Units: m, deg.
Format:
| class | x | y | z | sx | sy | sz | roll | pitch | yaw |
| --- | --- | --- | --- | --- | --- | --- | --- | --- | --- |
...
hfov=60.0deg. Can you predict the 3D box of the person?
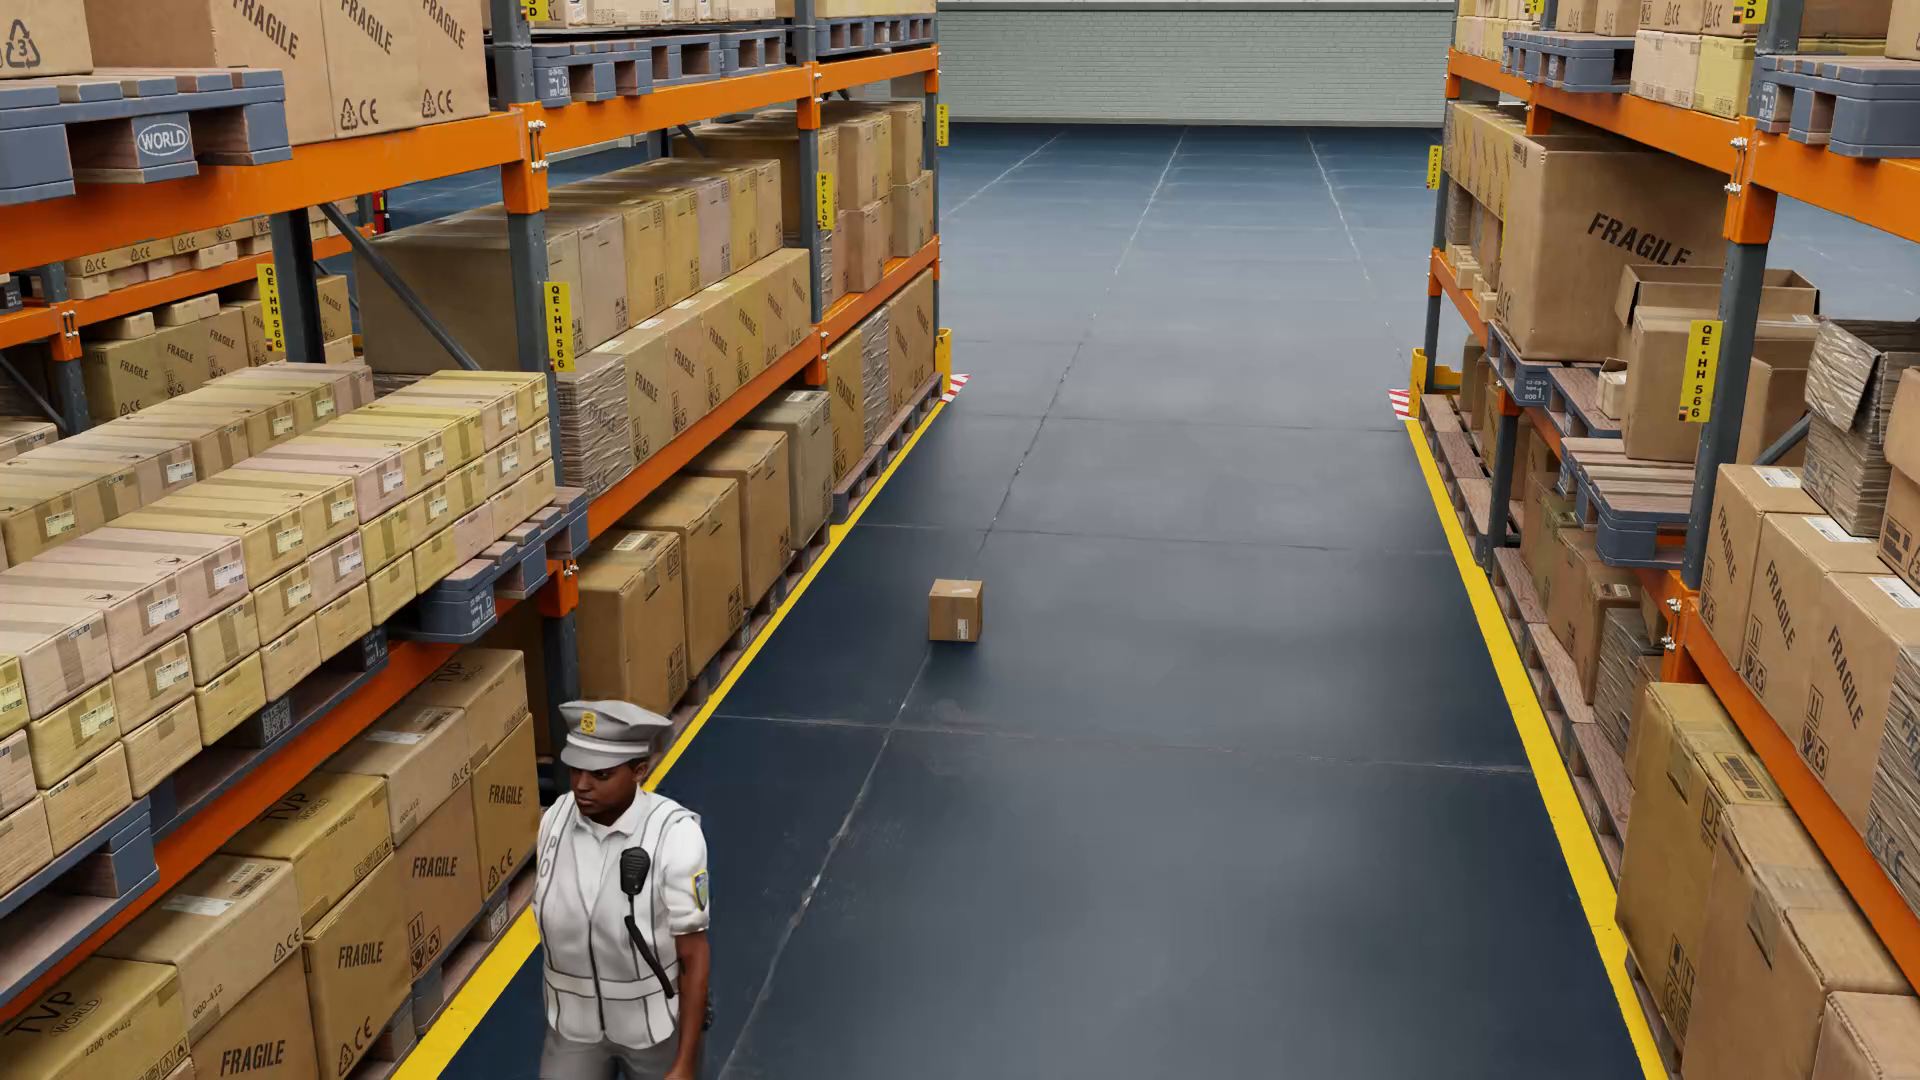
| class | x | y | z | sx | sy | sz | roll | pitch | yaw |
| --- | --- | --- | --- | --- | --- | --- | --- | --- | --- |
| person | -0.799 | 1.193 | 3.891 | 0.461 | 1.741 | 0.675 | 4 | 18 | 11 |
